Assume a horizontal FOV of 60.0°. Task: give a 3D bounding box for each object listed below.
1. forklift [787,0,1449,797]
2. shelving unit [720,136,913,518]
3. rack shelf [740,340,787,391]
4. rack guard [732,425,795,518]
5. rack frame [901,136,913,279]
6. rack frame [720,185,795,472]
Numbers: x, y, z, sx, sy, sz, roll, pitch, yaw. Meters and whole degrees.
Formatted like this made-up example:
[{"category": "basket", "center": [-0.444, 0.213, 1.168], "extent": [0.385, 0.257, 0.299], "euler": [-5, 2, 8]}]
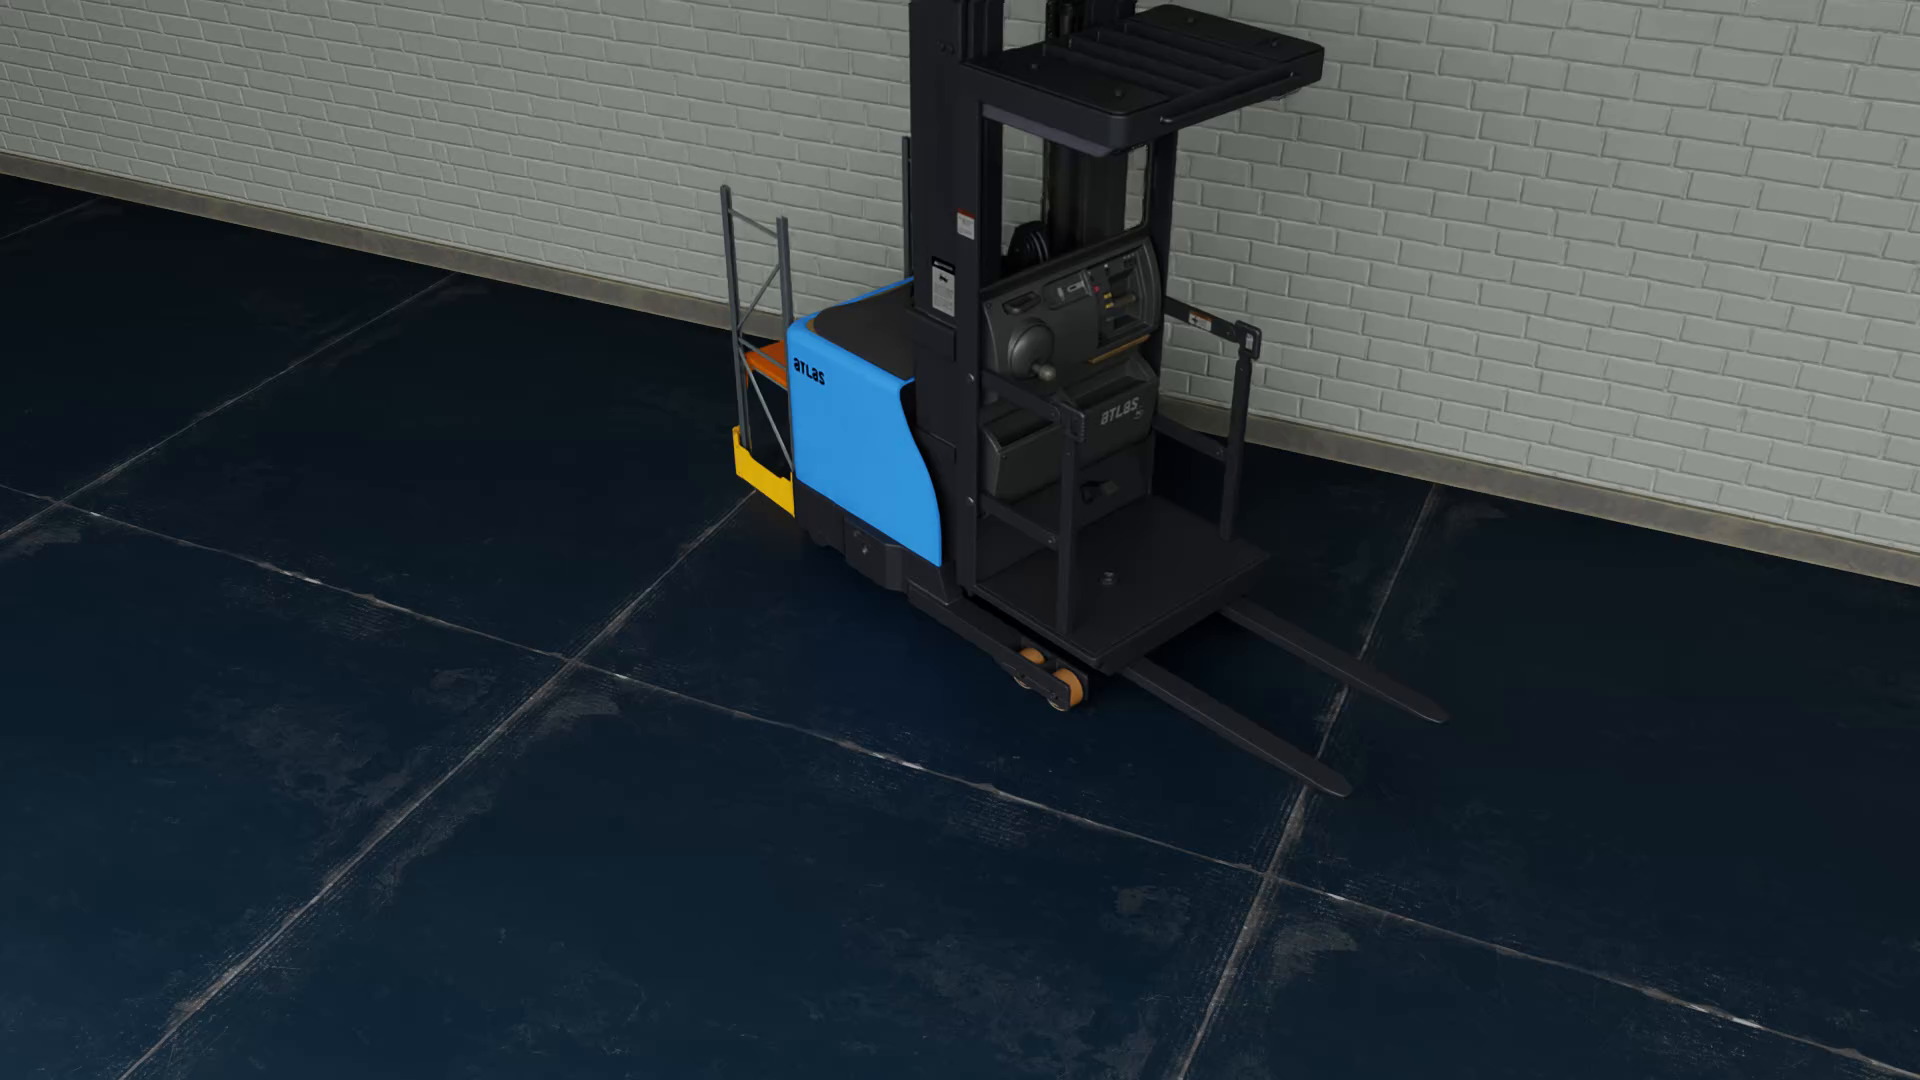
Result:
[{"category": "forklift", "center": [0.593, -0.857, 6.383], "extent": [1.130, 2.935, 3.031], "euler": [-27, 42, -34]}, {"category": "shelving unit", "center": [-0.516, -1.023, 7.942], "extent": [1.083, 1.500, 0.587], "euler": [-24, 40, -32]}, {"category": "rack shelf", "center": [-0.509, -0.875, 8.045], "extent": [1.000, 0.185, 0.538], "euler": [-24, 40, -32]}, {"category": "rack guard", "center": [-0.905, -0.329, 8.024], "extent": [0.087, 0.250, 0.587], "euler": [-24, 40, -32]}, {"category": "rack frame", "center": [-0.113, -1.200, 8.213], "extent": [0.032, 1.500, 0.500], "euler": [-24, 40, -32]}, {"category": "rack frame", "center": [-0.906, -0.852, 7.681], "extent": [0.032, 1.500, 0.500], "euler": [-24, 40, -32]}]
